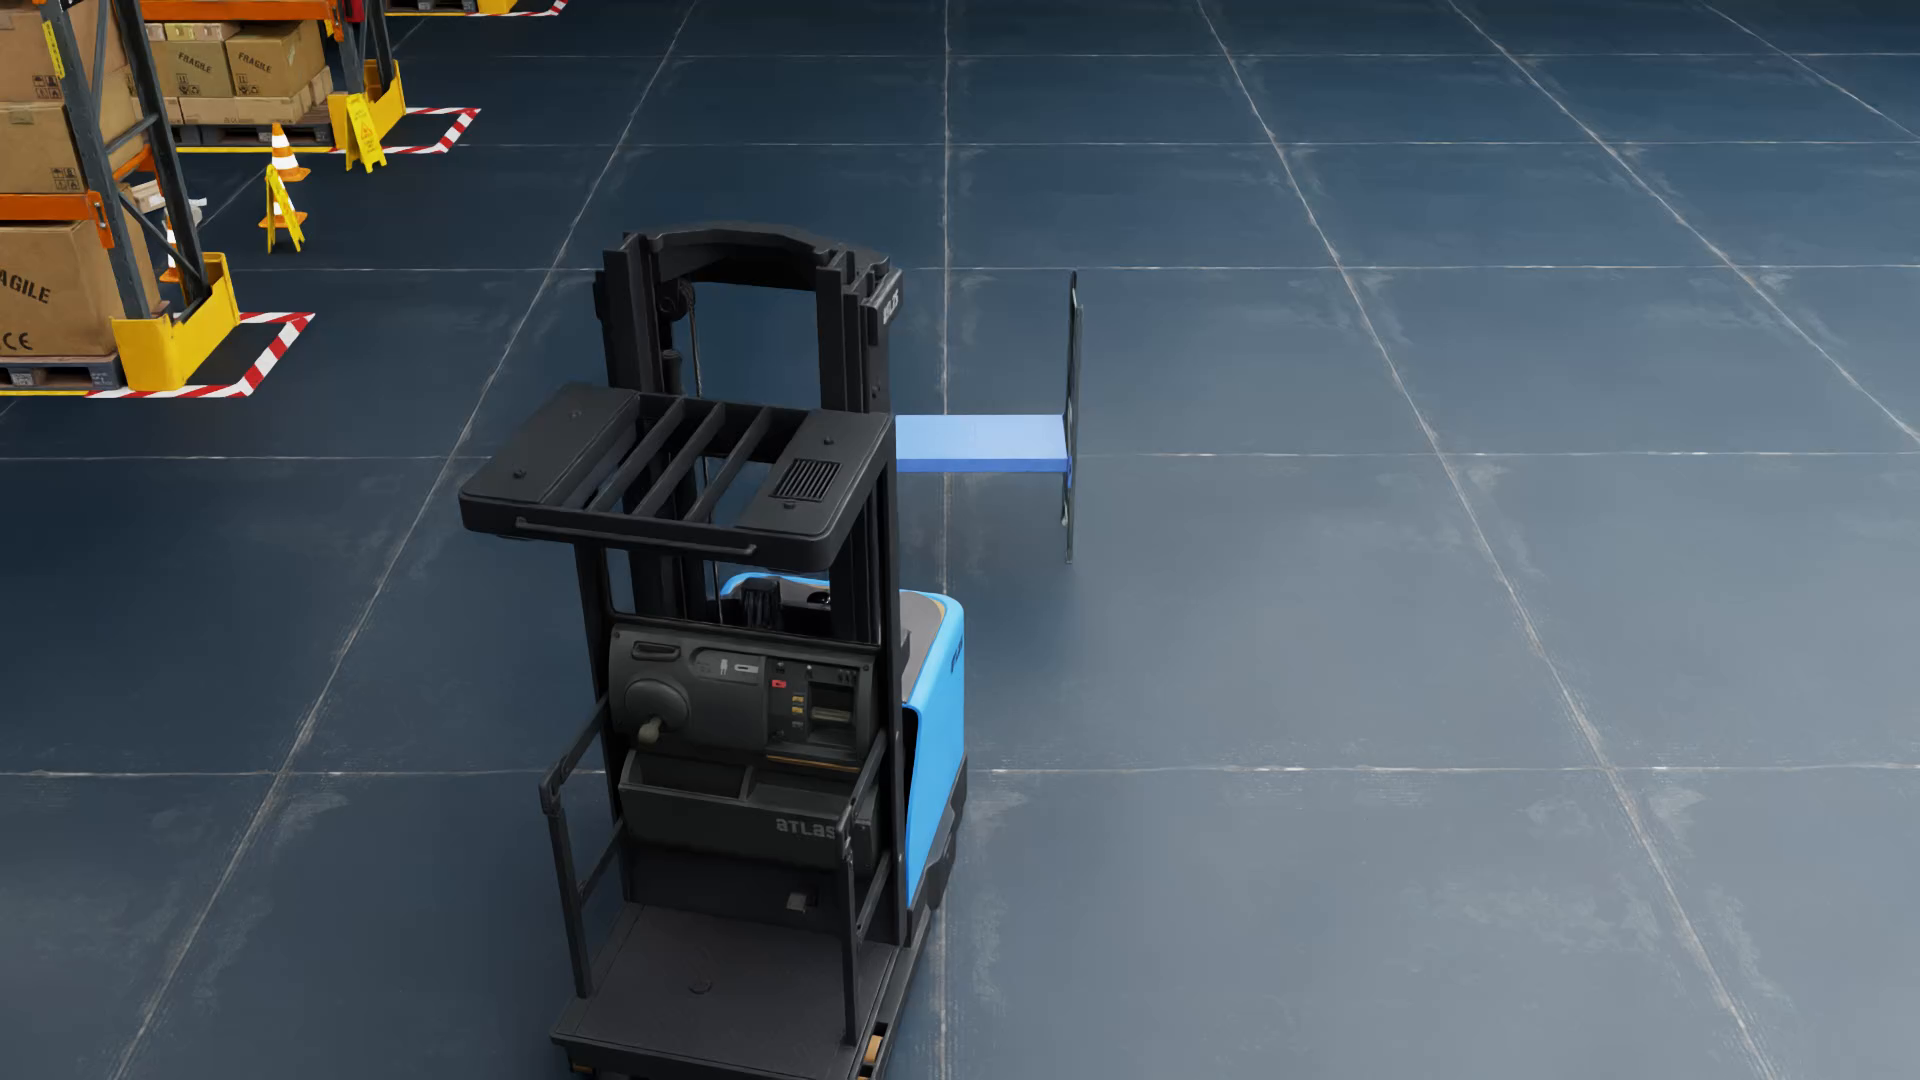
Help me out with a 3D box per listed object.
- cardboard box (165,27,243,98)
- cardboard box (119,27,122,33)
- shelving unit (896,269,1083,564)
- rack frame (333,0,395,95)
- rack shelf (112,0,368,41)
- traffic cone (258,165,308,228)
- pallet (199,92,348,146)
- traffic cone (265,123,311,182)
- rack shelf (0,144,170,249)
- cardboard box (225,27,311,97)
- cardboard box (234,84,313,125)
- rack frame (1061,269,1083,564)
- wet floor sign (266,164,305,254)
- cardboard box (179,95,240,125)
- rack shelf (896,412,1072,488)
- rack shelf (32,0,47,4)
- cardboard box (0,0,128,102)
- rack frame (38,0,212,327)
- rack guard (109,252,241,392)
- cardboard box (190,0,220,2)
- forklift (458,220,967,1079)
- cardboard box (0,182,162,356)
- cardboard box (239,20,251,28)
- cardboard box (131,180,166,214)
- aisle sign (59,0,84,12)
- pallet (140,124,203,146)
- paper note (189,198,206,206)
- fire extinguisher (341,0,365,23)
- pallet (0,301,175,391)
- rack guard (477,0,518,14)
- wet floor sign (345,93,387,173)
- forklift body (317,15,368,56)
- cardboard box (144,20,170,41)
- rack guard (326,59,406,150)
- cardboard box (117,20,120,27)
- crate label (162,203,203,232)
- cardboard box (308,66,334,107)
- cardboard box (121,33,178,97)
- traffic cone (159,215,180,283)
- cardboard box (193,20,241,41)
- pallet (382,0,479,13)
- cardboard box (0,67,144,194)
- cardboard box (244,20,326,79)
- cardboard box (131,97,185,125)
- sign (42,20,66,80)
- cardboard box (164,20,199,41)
[{"bbox_3d":[-6.750,-4.307,14.979,0.500,0.500,0.500,1,31,2],"label":"cardboard box"},{"bbox_3d":[-7.783,-4.305,14.977,0.500,0.500,0.500,1,31,2],"label":"cardboard box"},{"bbox_3d":[0.085,-0.641,8.861,1.048,1.500,0.538,0,31,0],"label":"shelving unit"},{"bbox_3d":[-5.429,-5.123,14.802,0.127,3.000,1.000,0,31,0],"label":"rack frame"},{"bbox_3d":[-7.428,-4.809,14.978,4.000,0.370,1.077,0,31,0],"label":"rack shelf"},{"bbox_3d":[-5.504,-2.793,13.408,0.334,0.463,0.336,0,31,0],"label":"traffic cone"},{"bbox_3d":[-6.317,-3.946,15.551,1.213,0.211,1.003,0,31,0],"label":"pallet"},{"bbox_3d":[-5.851,-3.368,14.355,0.334,0.463,0.336,0,31,0],"label":"traffic cone"},{"bbox_3d":[-7.298,-2.242,10.747,4.000,0.370,1.077,0,31,0],"label":"rack shelf"},{"bbox_3d":[-6.228,-4.310,14.985,0.500,0.500,0.500,0,31,0],"label":"cardboard box"},{"bbox_3d":[-6.259,-3.985,15.172,0.500,0.250,0.500,0,31,-1],"label":"cardboard box"},{"bbox_3d":[0.594,-0.643,8.864,0.032,1.500,0.500,0,31,0],"label":"rack frame"},{"bbox_3d":[-5.281,-2.576,12.874,0.232,0.644,0.267,-5,32,-9],"label":"wet floor sign"},{"bbox_3d":[-6.753,-3.987,15.176,0.500,0.250,0.500,0,31,0],"label":"cardboard box"},{"bbox_3d":[0.085,-0.488,8.955,1.000,0.185,0.538,0,31,0],"label":"rack shelf"},{"bbox_3d":[-7.298,-3.524,9.969,4.000,0.370,1.077,0,31,0],"label":"rack shelf"},{"bbox_3d":[-5.669,-3.100,10.283,0.550,0.550,0.875,0,31,0],"label":"cardboard box"},{"bbox_3d":[-5.298,-2.556,10.571,0.127,3.000,1.000,0,31,0],"label":"rack frame"},{"bbox_3d":[-5.274,-1.487,11.219,0.348,0.500,1.175,0,31,0],"label":"rack guard"},{"bbox_3d":[-6.568,-4.839,14.576,0.250,0.149,0.380,0,31,1],"label":"cardboard box"},{"bbox_3d":[-0.791,0.585,5.460,1.130,2.935,3.031,7,32,11],"label":"forklift"},{"bbox_3d":[-5.975,-1.791,10.953,0.875,0.875,0.875,0,31,0],"label":"cardboard box"},{"bbox_3d":[-6.783,-4.584,15.437,0.500,0.500,0.500,-1,31,-2],"label":"cardboard box"},{"bbox_3d":[-6.726,-2.852,13.808,0.250,0.149,0.380,16,35,25],"label":"cardboard box"},{"bbox_3d":[-5.225,-3.512,9.640,0.004,0.787,0.394,0,31,0],"label":"aisle sign"},{"bbox_3d":[-7.534,-3.944,15.547,1.213,0.211,1.003,0,31,0],"label":"pallet"},{"bbox_3d":[-6.362,-2.818,13.866,0.142,0.019,0.148,-11,33,-17],"label":"paper note"},{"bbox_3d":[-5.311,-4.851,14.429,0.183,0.674,0.296,0,31,0],"label":"fire extinguisher"},{"bbox_3d":[-6.097,-1.320,11.223,1.213,0.211,1.003,0,31,0],"label":"pallet"},{"bbox_3d":[-5.438,-6.629,19.694,0.348,0.500,1.175,0,31,0],"label":"rack guard"},{"bbox_3d":[-5.232,-3.562,14.499,0.232,0.644,0.267,10,33,17],"label":"wet floor sign"},{"bbox_3d":[-7.347,-6.383,17.696,1.214,2.155,2.313,0,31,0],"label":"forklift body"},{"bbox_3d":[-7.110,-4.552,14.759,0.250,0.149,0.380,1,31,2],"label":"cardboard box"},{"bbox_3d":[-5.505,-4.054,15.450,0.348,0.500,1.175,0,31,0],"label":"rack guard"},{"bbox_3d":[-7.820,-4.581,15.431,0.500,0.500,0.500,1,31,2],"label":"cardboard box"},{"bbox_3d":[-6.290,-2.619,13.435,0.298,0.136,0.250,-17,35,-26],"label":"crate label"},{"bbox_3d":[-6.237,-4.268,15.639,0.500,0.250,0.500,0,31,-1],"label":"cardboard box"},{"bbox_3d":[-7.255,-4.309,14.983,0.500,0.500,0.500,-1,31,-1],"label":"cardboard box"},{"bbox_3d":[-5.837,-2.206,12.440,0.334,0.463,0.336,0,31,0],"label":"traffic cone"},{"bbox_3d":[-6.595,-4.551,14.757,0.250,0.149,0.380,1,31,1],"label":"cardboard box"},{"bbox_3d":[-6.227,-6.482,19.729,1.213,0.211,1.003,0,31,0],"label":"pallet"},{"bbox_3d":[-5.668,-2.595,10.491,0.550,0.550,0.875,0,31,0],"label":"cardboard box"},{"bbox_3d":[-6.261,-4.588,15.443,0.500,0.500,0.500,-1,31,-2],"label":"cardboard box"},{"bbox_3d":[-7.277,-3.983,15.169,0.500,0.250,0.500,-1,31,-2],"label":"cardboard box"},{"bbox_3d":[-5.308,-2.871,9.745,0.005,0.325,0.100,0,31,0],"label":"sign"},{"bbox_3d":[-6.846,-4.552,14.759,0.250,0.149,0.380,0,31,1],"label":"cardboard box"}]
